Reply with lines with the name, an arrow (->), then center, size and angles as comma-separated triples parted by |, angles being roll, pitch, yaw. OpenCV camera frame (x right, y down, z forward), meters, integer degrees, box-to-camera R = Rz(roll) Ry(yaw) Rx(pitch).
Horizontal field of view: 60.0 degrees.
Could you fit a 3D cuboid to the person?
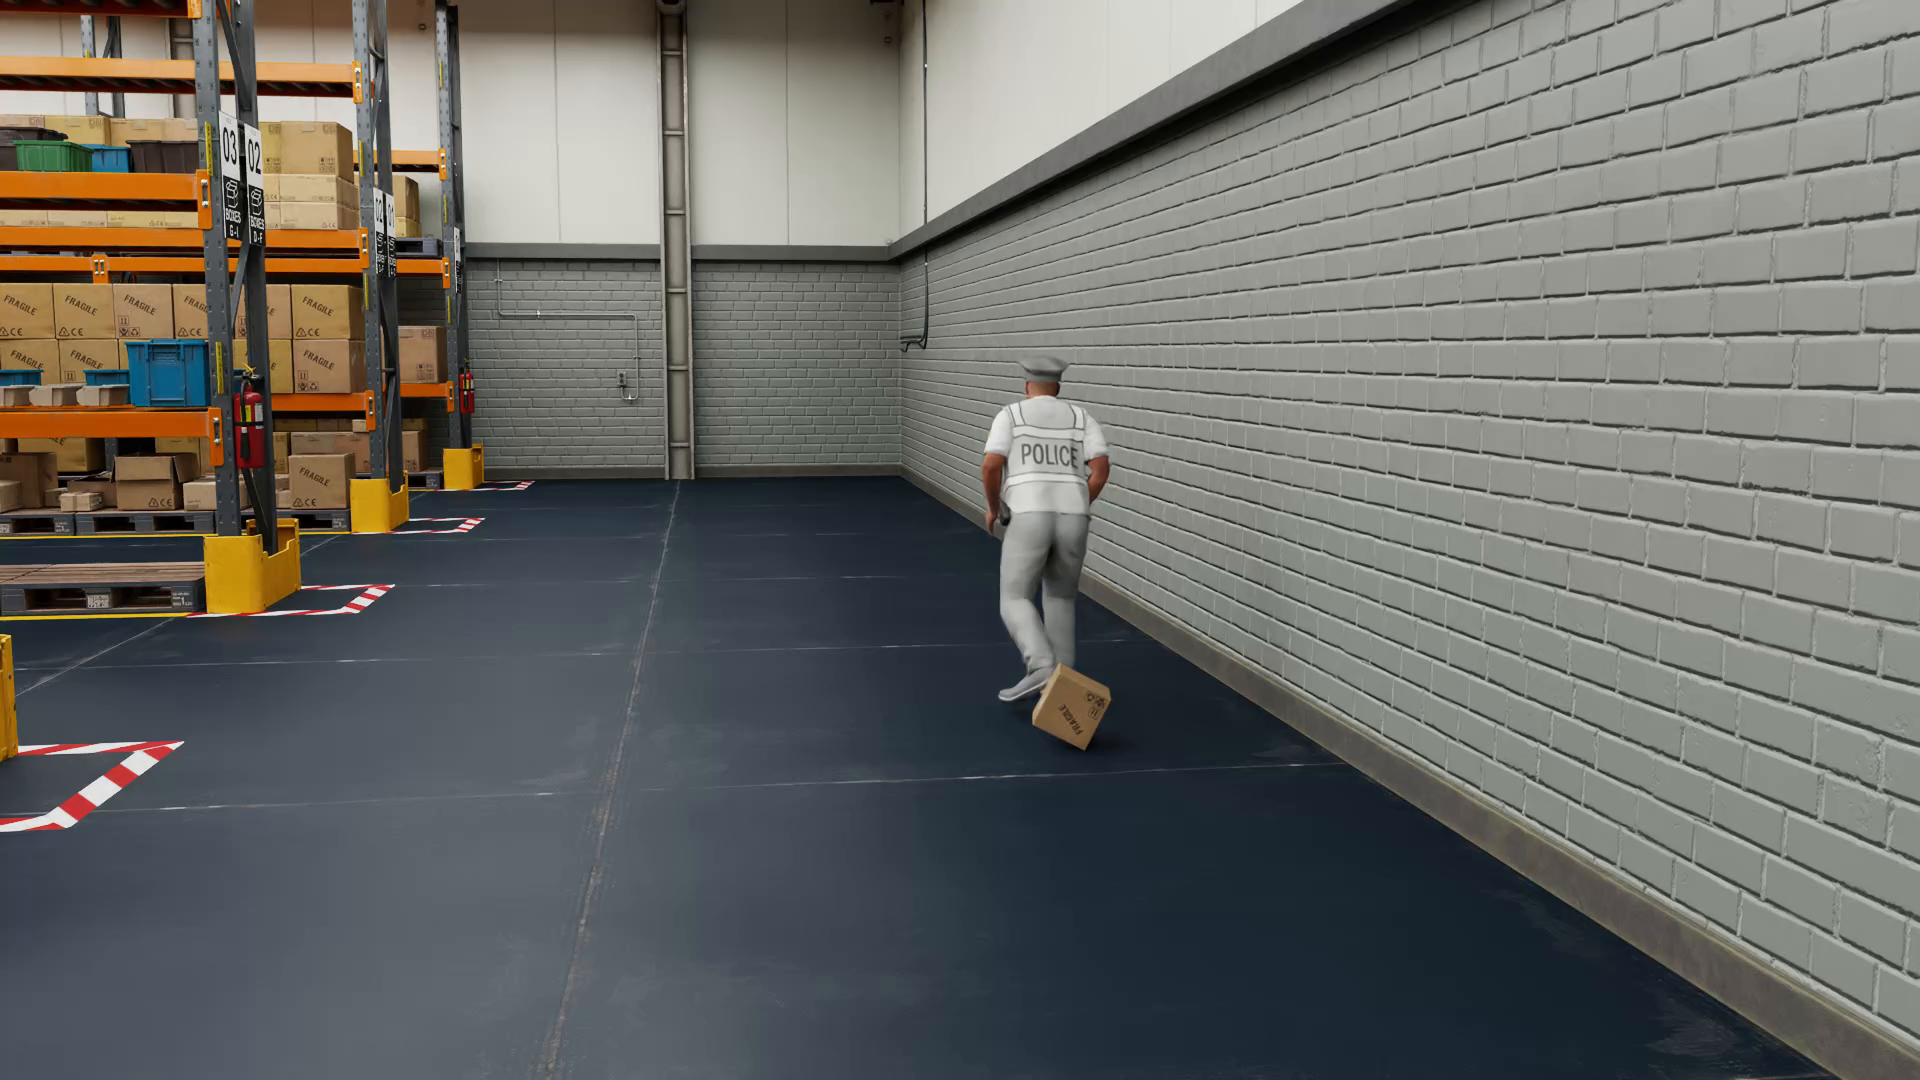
person -> 0.438, -0.058, 8.043 | 0.666, 1.667, 0.847 | -2, 7, -17
